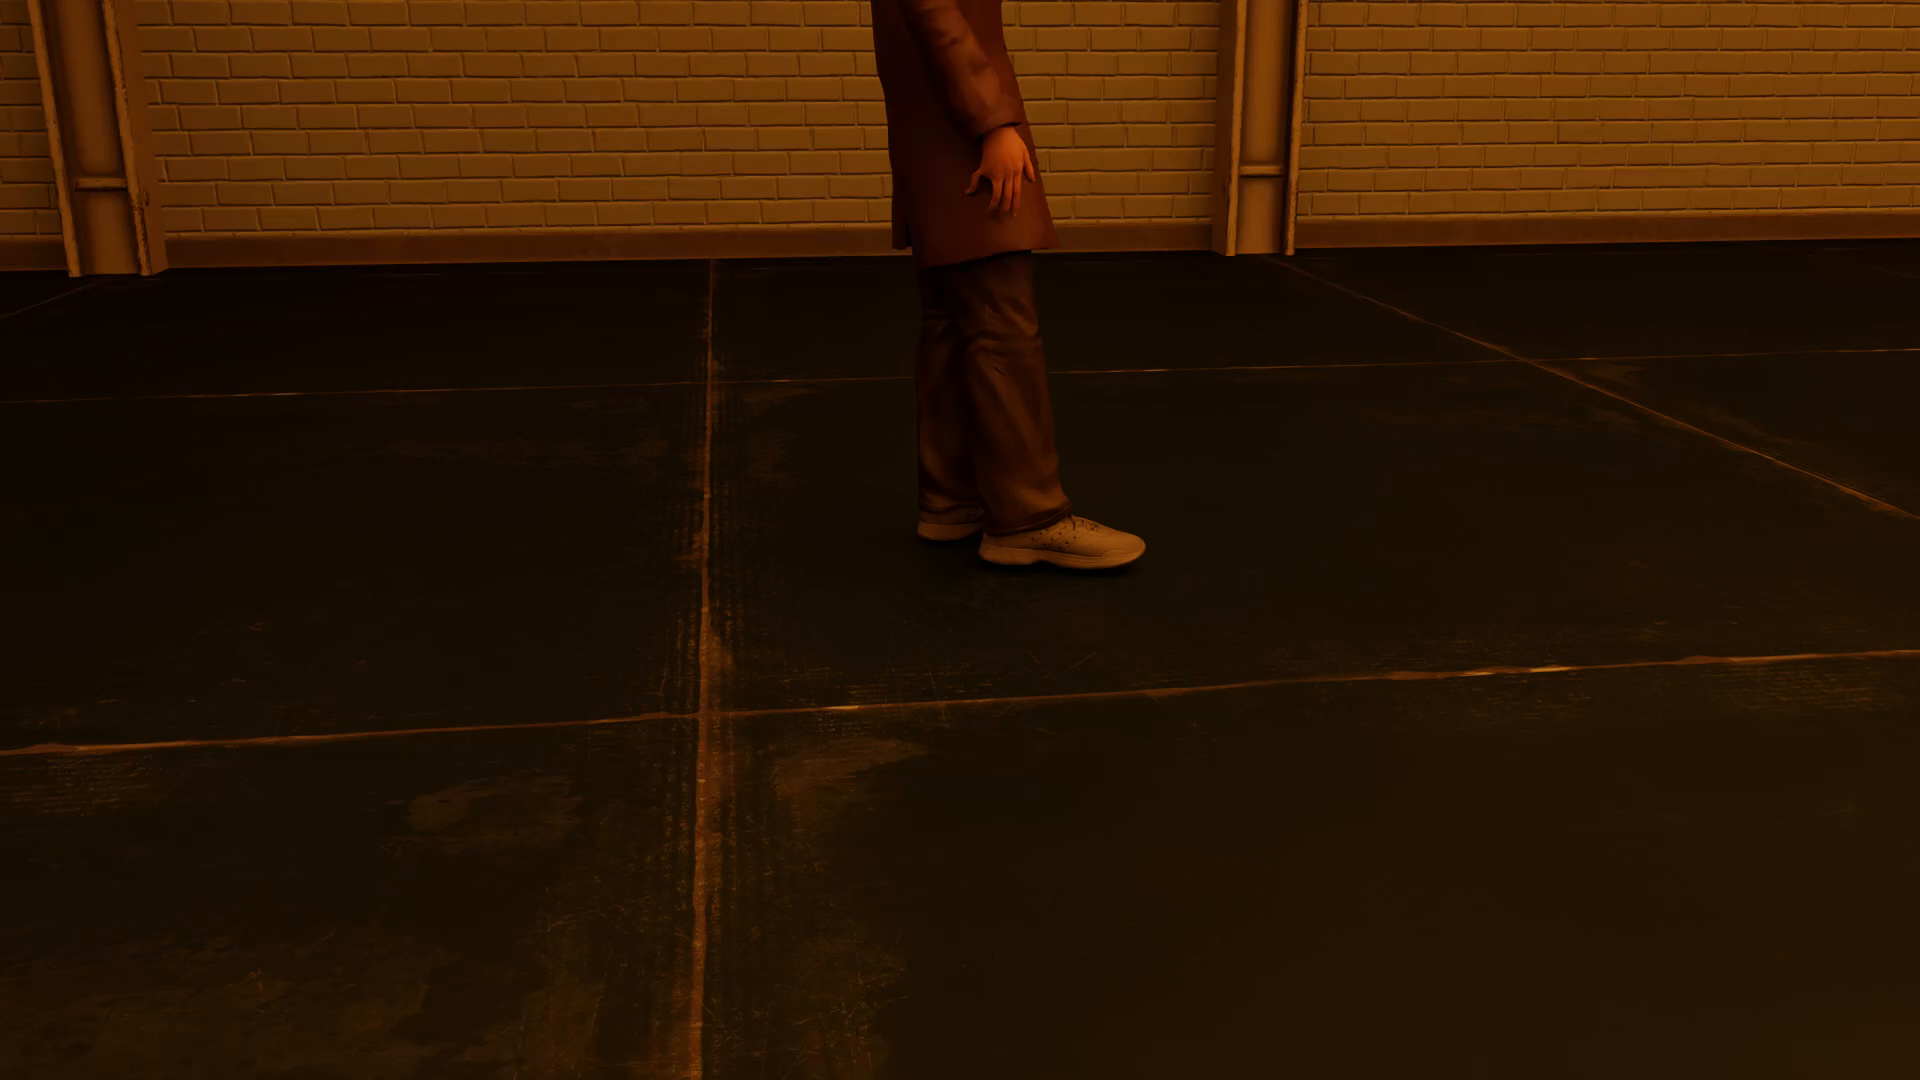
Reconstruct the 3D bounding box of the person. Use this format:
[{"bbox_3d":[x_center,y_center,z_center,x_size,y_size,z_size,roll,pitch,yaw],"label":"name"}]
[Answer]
[{"bbox_3d":[0.092,-0.861,3.716,0.579,1.777,0.698,-2,17,-8],"label":"person"}]
